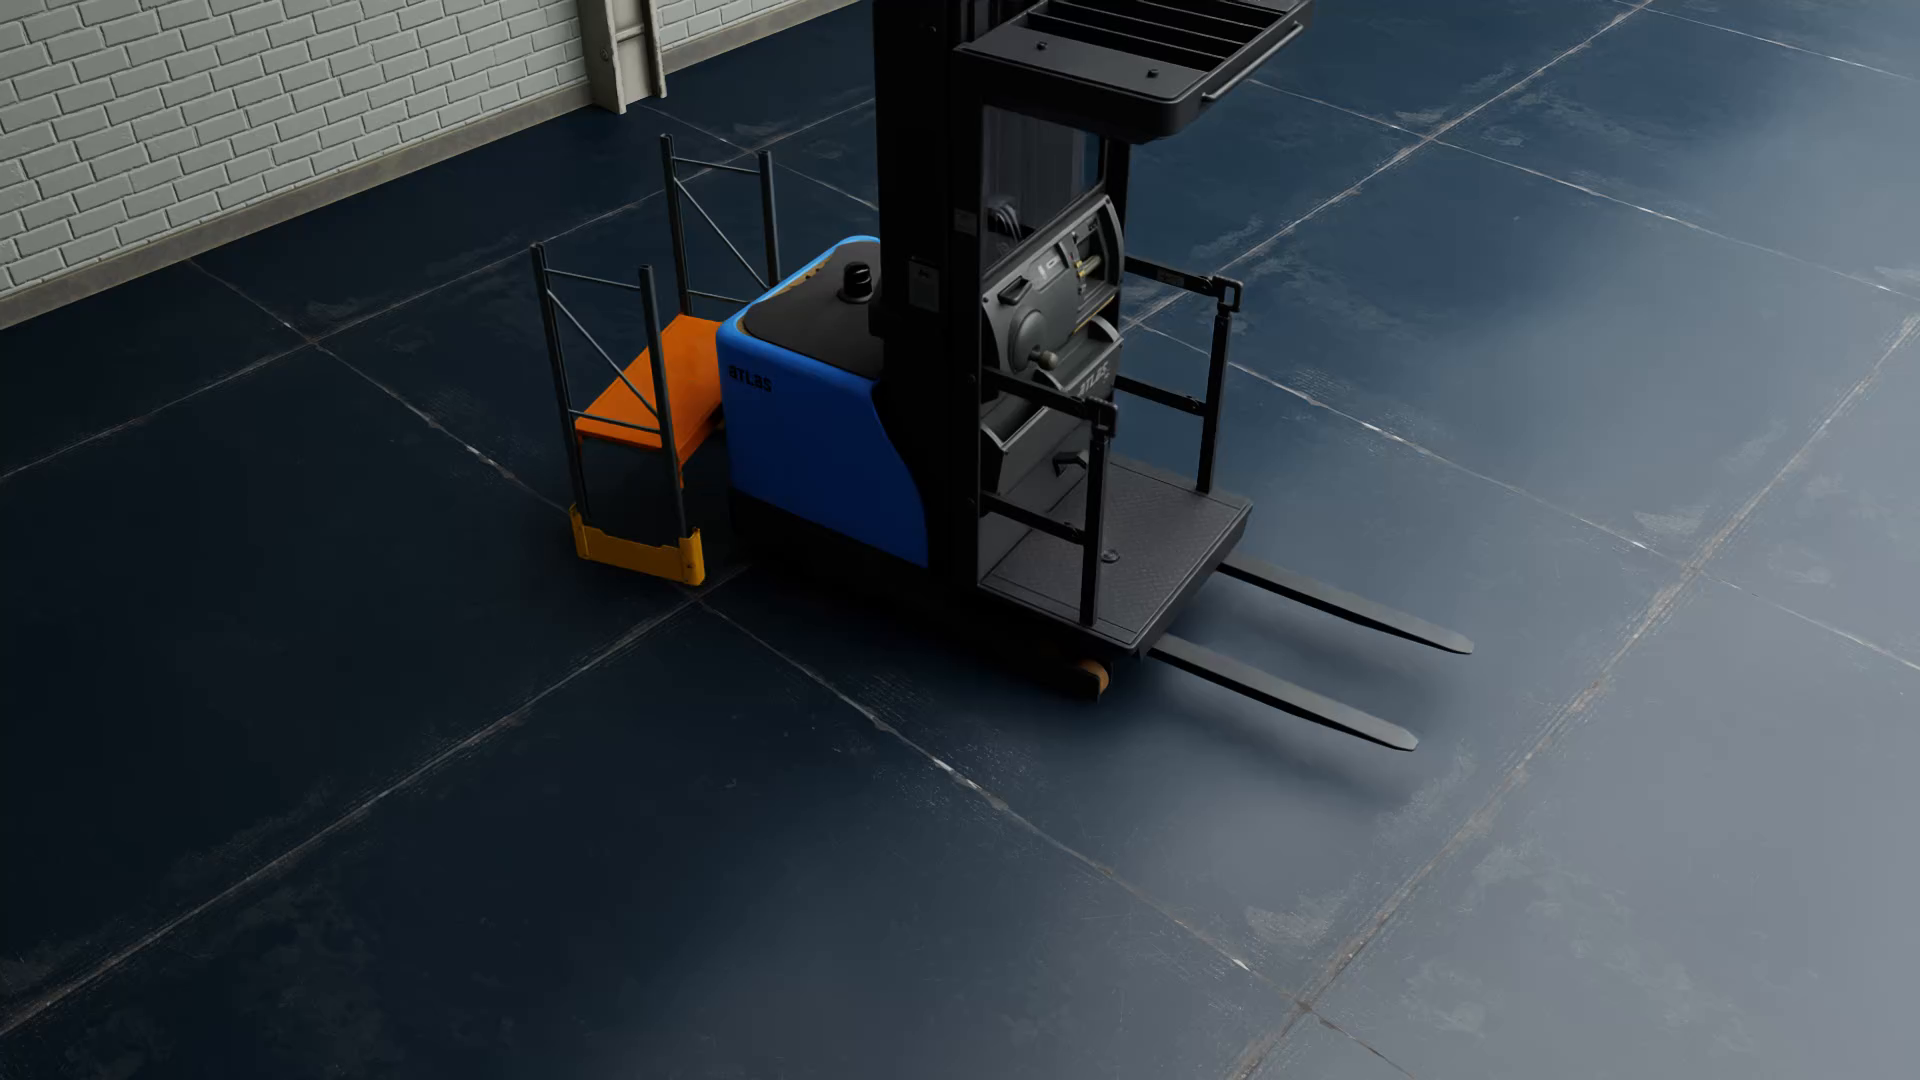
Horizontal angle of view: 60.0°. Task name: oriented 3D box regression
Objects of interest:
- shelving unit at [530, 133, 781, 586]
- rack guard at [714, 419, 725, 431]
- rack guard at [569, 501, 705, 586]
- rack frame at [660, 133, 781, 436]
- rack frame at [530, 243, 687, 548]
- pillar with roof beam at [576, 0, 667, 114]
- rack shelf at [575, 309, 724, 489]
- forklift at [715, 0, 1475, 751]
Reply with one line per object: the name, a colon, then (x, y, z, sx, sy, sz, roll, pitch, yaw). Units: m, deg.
shelving unit: (-1.192, -0.769, 7.012, 0.587, 1.500, 1.083, 13, 40, 16)
rack guard: (-1.020, -0.570, 7.766, 0.587, 0.250, 0.087, 13, 40, 16)
rack guard: (-1.364, 0.011, 7.035, 0.587, 0.250, 0.087, 13, 40, 16)
rack frame: (-1.019, -1.060, 7.378, 0.500, 1.500, 0.032, 13, 40, 16)
rack frame: (-1.371, -0.466, 6.632, 0.500, 1.500, 0.032, 13, 40, 16)
pillar with roof beam: (1.011, -4.605, 5.811, 9.100, 9.000, 0.400, 30, 47, 32)
rack shelf: (-1.195, -0.623, 7.117, 0.538, 0.185, 1.000, 13, 40, 16)
forklift: (0.527, -0.903, 6.030, 3.031, 2.935, 1.130, 22, 43, 25)
